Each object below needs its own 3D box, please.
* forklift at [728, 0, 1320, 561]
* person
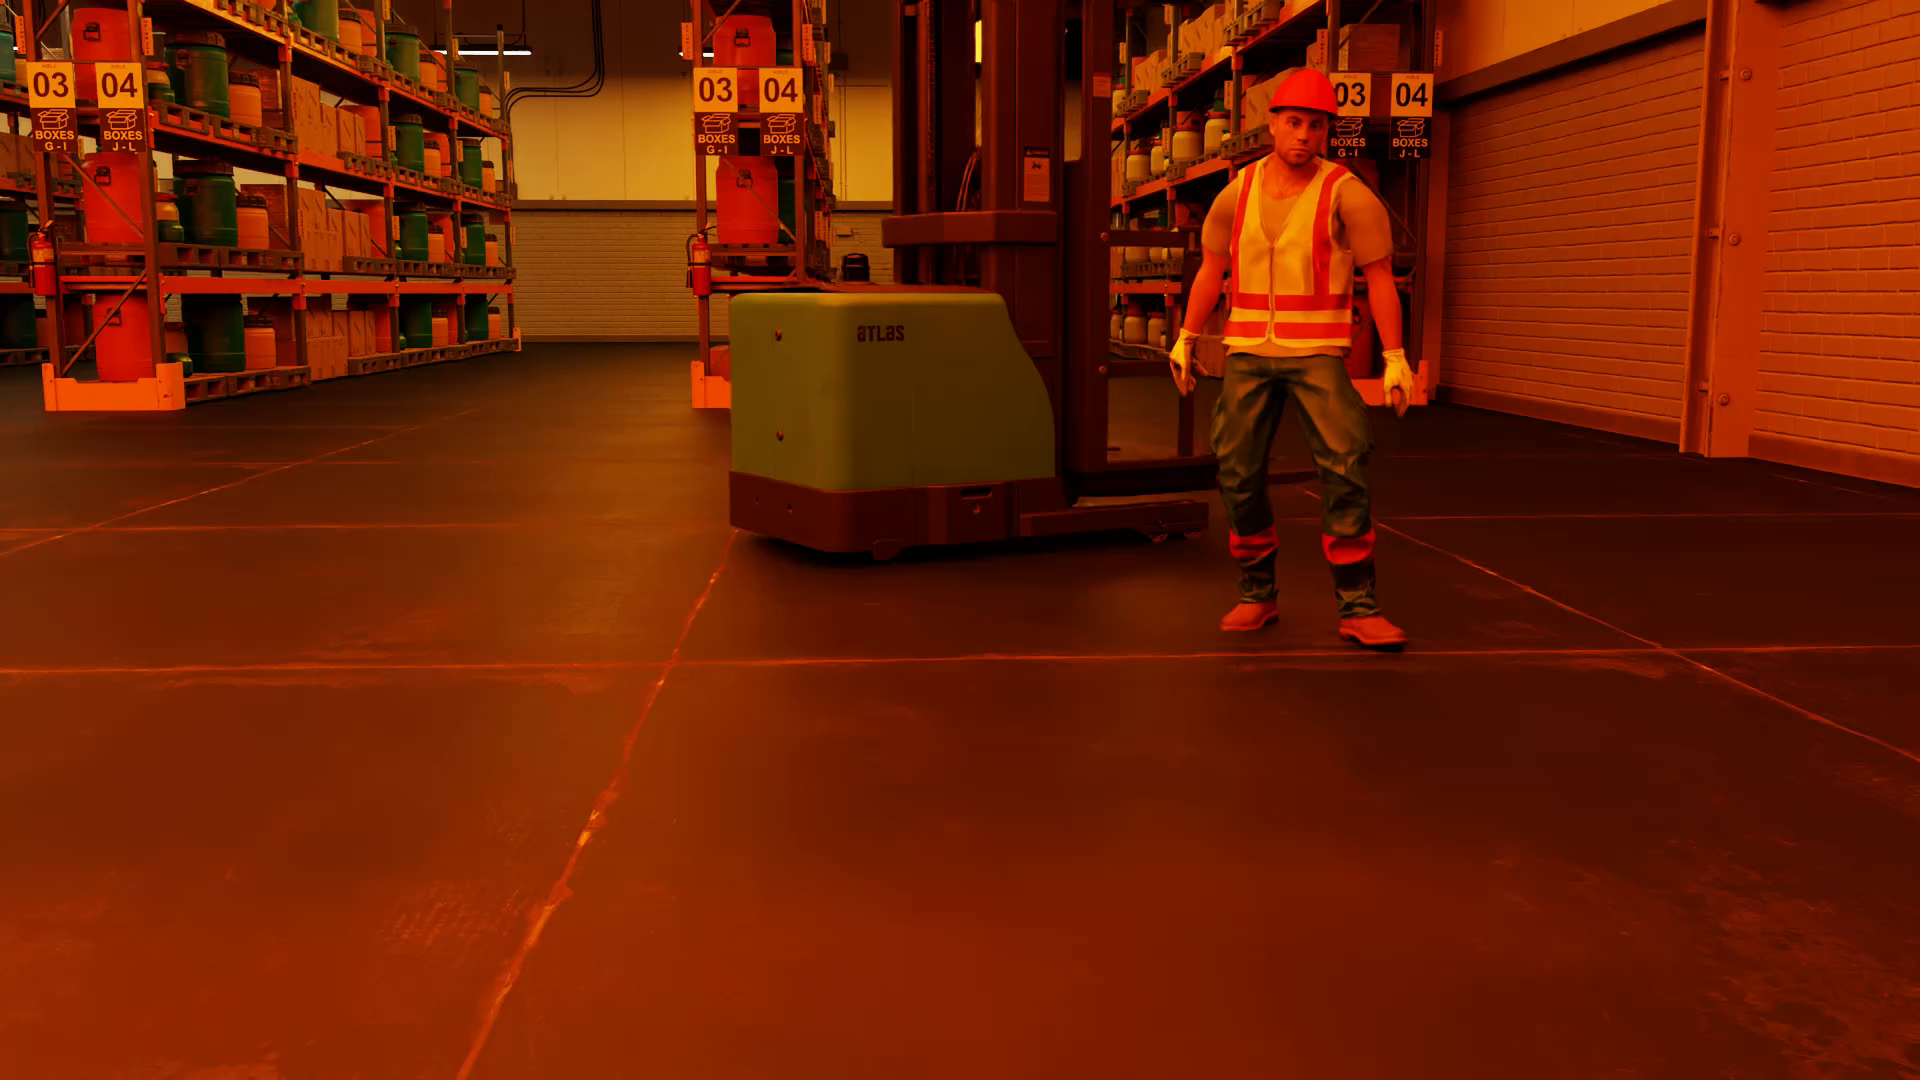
[{"bbox_3d":[0.511,-1.506,7.473,3.031,2.935,1.130,-5,10,-32],"label":"forklift"},{"bbox_3d":[1.022,-0.559,5.196,0.870,1.747,0.455,5,10,31],"label":"person"}]
